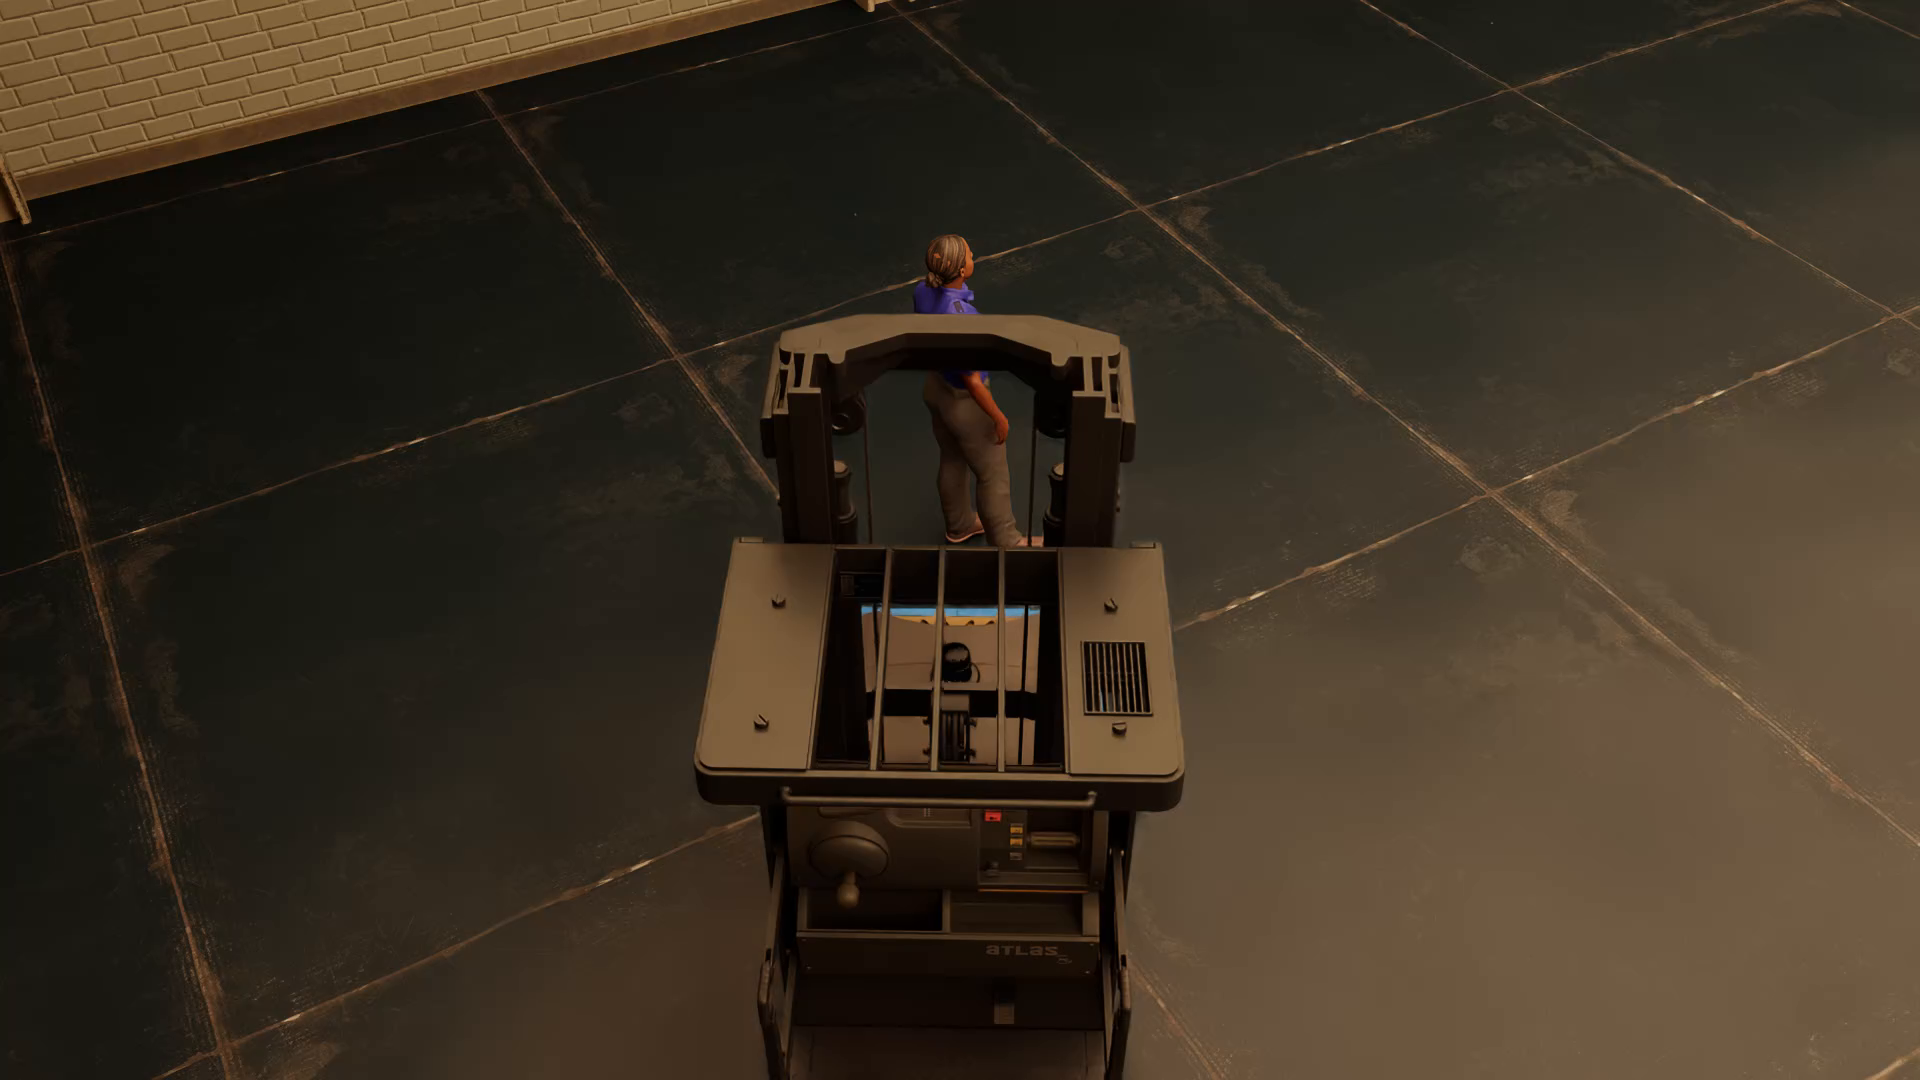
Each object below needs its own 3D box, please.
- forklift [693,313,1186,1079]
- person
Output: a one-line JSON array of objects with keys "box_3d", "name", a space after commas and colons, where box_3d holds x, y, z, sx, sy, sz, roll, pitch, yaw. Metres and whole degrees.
[{"box_3d": [-0.038, 0.959, 4.664, 1.130, 2.935, 3.031, 1, 43, 1], "name": "forklift"}, {"box_3d": [0.086, -0.630, 7.305, 0.503, 1.656, 0.569, -21, 47, -21], "name": "person"}]
